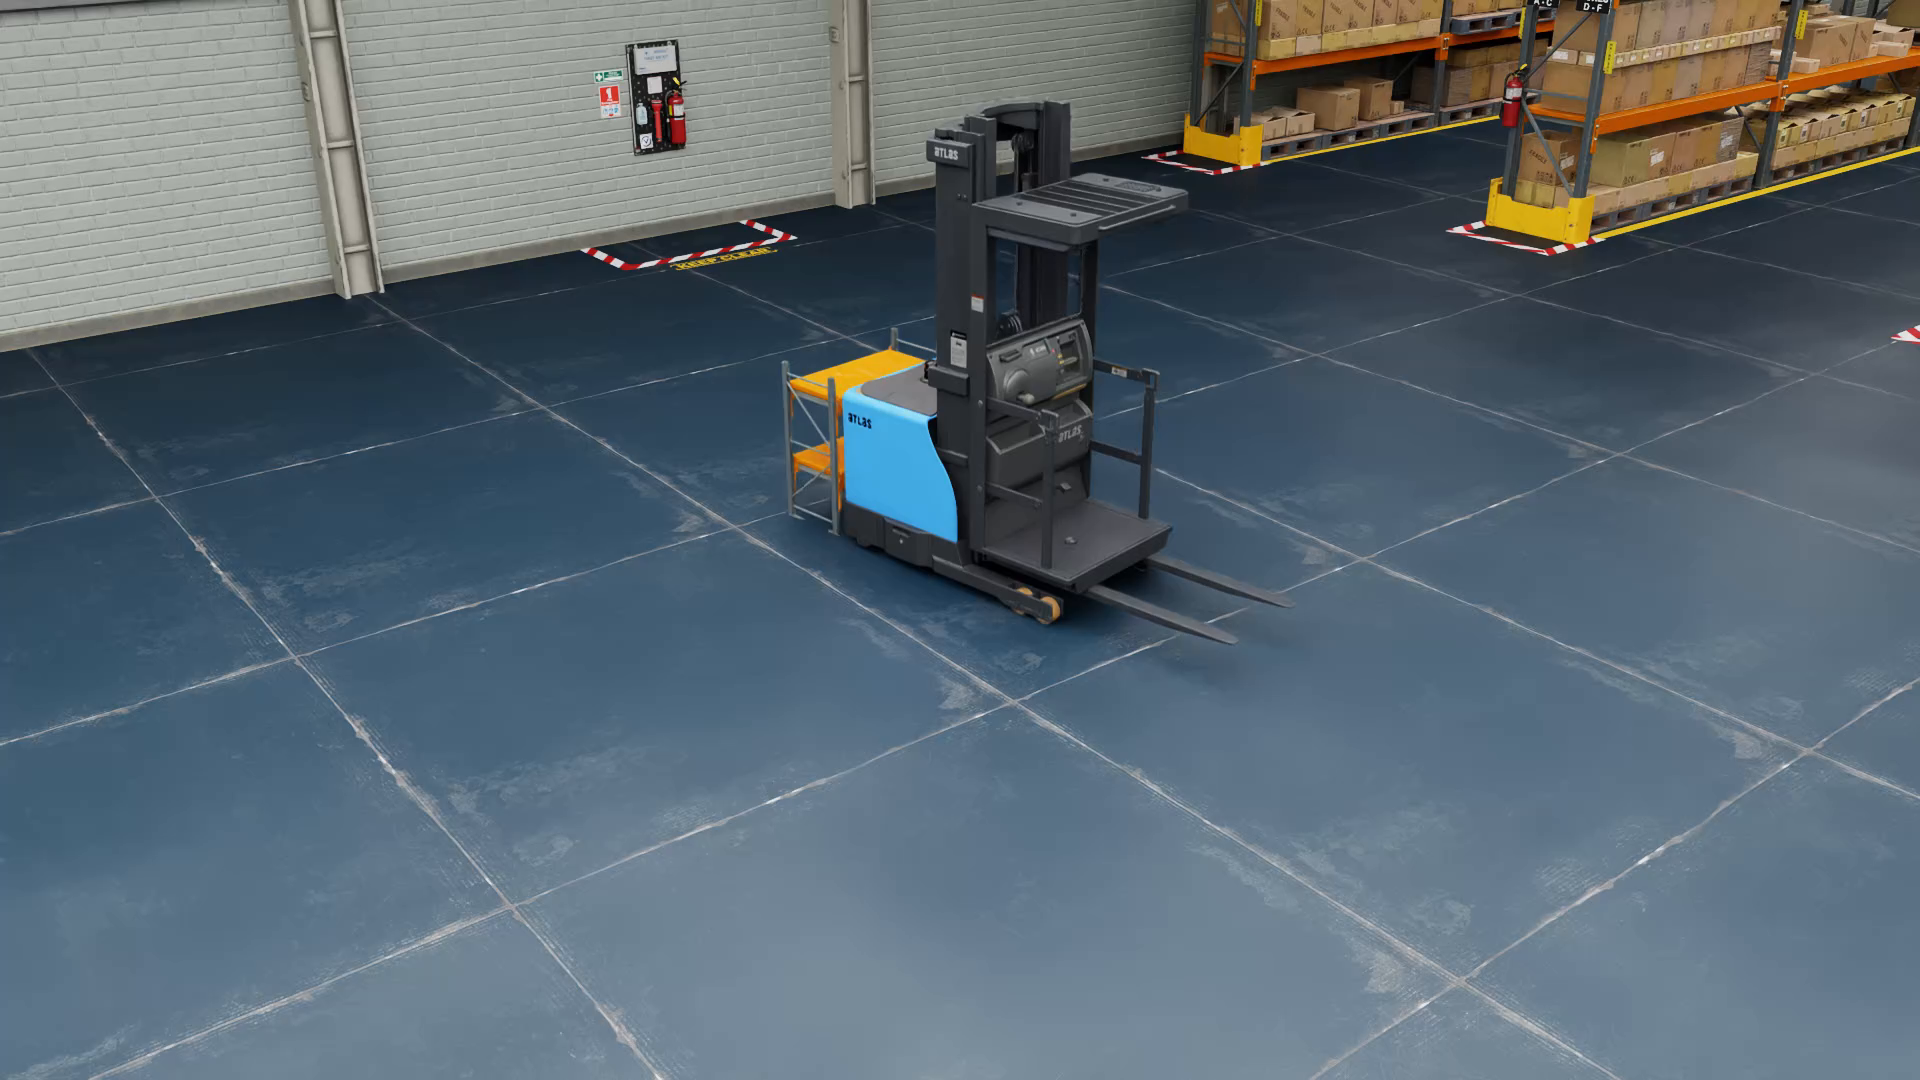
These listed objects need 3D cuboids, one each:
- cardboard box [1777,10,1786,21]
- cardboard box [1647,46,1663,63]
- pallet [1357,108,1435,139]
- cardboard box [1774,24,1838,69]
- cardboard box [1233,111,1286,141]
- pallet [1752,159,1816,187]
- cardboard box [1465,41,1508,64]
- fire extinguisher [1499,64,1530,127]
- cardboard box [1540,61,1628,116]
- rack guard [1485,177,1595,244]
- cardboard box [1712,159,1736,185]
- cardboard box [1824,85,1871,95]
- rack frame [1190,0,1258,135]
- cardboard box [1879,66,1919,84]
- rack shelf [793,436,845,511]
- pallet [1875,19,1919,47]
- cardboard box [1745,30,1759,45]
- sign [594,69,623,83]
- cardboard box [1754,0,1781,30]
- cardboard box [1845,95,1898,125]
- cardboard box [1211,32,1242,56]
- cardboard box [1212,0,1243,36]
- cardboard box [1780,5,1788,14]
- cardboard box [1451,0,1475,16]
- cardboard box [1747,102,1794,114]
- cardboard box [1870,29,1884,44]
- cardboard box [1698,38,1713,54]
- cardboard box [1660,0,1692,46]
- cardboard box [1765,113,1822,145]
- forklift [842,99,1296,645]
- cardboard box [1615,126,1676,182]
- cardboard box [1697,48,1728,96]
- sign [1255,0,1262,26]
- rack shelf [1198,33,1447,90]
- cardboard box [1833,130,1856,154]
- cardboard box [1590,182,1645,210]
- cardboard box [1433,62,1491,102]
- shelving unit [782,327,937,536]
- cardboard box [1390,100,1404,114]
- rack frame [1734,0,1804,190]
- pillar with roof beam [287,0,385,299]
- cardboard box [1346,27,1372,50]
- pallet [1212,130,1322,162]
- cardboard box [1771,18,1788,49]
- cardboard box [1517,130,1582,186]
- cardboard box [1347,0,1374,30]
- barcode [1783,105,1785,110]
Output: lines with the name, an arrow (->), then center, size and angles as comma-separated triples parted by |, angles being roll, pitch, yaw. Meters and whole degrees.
cardboard box -> 14.334, -9.272, 29.366 | 0.250, 0.149, 0.380 | -19, 31, -35
cardboard box -> 7.551, -5.409, 18.452 | 0.250, 0.149, 0.380 | -19, 31, -35
pallet -> 6.087, -6.068, 24.074 | 1.213, 0.211, 1.003 | -18, 31, -34
cardboard box -> 10.682, -6.255, 21.046 | 0.500, 0.500, 0.500 | -16, 29, -30
cardboard box -> 4.046, -5.610, 22.445 | 0.500, 0.311, 0.500 | -23, 33, -40
pallet -> 10.209, -4.818, 21.381 | 1.213, 0.211, 1.003 | -18, 31, -34
cardboard box -> 7.914, -7.373, 25.130 | 0.500, 0.250, 0.500 | -19, 31, -35
fire extinguisher -> 6.126, -4.928, 18.397 | 0.183, 0.674, 0.296 | -18, 31, -34
cardboard box -> 6.881, -5.002, 18.346 | 0.500, 0.500, 0.700 | -18, 31, -34
rack guard -> 6.487, -3.700, 18.628 | 0.348, 0.500, 1.175 | -18, 31, -34
cardboard box -> 9.024, -4.503, 20.156 | 0.500, 0.250, 0.500 | -18, 31, -34
cardboard box -> 12.208, -6.077, 22.882 | 0.500, 0.311, 0.500 | -17, 30, -32
rack frame -> 3.446, -6.480, 21.649 | 0.127, 3.000, 1.000 | -18, 31, -34
cardboard box -> 13.434, -6.661, 23.594 | 0.500, 0.250, 0.500 | -17, 30, -32
rack shelf -> -0.654, -0.549, 11.678 | 0.538, 0.278, 1.000 | 22, 33, 39
pallet -> 13.291, -7.030, 23.063 | 1.003, 0.211, 1.213 | -18, 31, -34
cardboard box -> 9.171, -5.944, 19.606 | 0.250, 0.149, 0.380 | -19, 31, -35
sign -> -3.716, -4.906, 17.585 | 0.331, 0.109, 0.001 | -18, 31, -34
cardboard box -> 9.308, -6.395, 19.807 | 0.500, 0.500, 0.700 | -18, 30, -34
cardboard box -> 12.136, -5.761, 22.201 | 0.500, 0.311, 0.500 | -19, 31, -35
cardboard box -> 3.694, -6.607, 22.076 | 0.500, 0.250, 0.500 | -18, 30, -33
cardboard box -> 3.686, -6.954, 21.934 | 0.500, 0.500, 0.500 | -19, 31, -35
cardboard box -> 14.728, -9.608, 30.089 | 0.250, 0.149, 0.380 | -18, 30, -33
cardboard box -> 7.015, -7.885, 24.035 | 0.500, 0.500, 0.700 | -18, 30, -34
cardboard box -> 10.595, -5.543, 21.731 | 0.500, 0.311, 0.500 | -18, 31, -34
cardboard box -> 11.978, -6.709, 22.249 | 0.500, 0.311, 0.500 | -19, 31, -35
cardboard box -> 8.364, -5.678, 19.031 | 0.250, 0.149, 0.380 | -17, 30, -32
cardboard box -> 7.729, -5.874, 18.684 | 0.500, 0.500, 0.700 | -18, 30, -34
cardboard box -> 10.530, -5.230, 21.056 | 0.500, 0.311, 0.500 | -19, 31, -35
forklift -> 0.653, -1.065, 10.063 | 3.031, 2.935, 1.130 | 21, 32, 37
cardboard box -> 7.843, -4.454, 19.159 | 0.500, 0.500, 0.500 | -18, 31, -34
cardboard box -> 8.500, -5.539, 19.502 | 0.500, 0.500, 0.700 | -18, 30, -33
sign -> 3.781, -6.693, 21.080 | 0.005, 0.325, 0.100 | -18, 31, -34
rack shelf -> 5.020, -6.673, 22.920 | 4.000, 0.370, 1.077 | -18, 31, -34
cardboard box -> 11.334, -5.244, 21.755 | 0.500, 0.250, 0.500 | -18, 30, -33
cardboard box -> 7.456, -3.980, 19.030 | 0.500, 0.250, 0.500 | -18, 31, -34
cardboard box -> 7.538, -6.932, 25.070 | 0.500, 0.500, 0.700 | -19, 31, -35
shelving unit -> -0.654, -0.771, 11.575 | 0.538, 1.125, 1.048 | 22, 33, 39
cardboard box -> 6.191, -6.284, 24.071 | 0.380, 0.166, 0.250 | 22, 33, 39
rack frame -> 9.653, -5.879, 20.354 | 0.127, 3.000, 1.000 | -18, 31, -34
pillar with roof beam -> -3.323, -5.126, 11.606 | 0.400, 9.000, 9.100 | -18, 31, -34
cardboard box -> 5.230, -6.843, 22.586 | 0.500, 0.250, 0.500 | -18, 30, -34
pallet -> 4.167, -5.434, 22.708 | 1.213, 0.211, 1.003 | -18, 31, -34
cardboard box -> 14.344, -9.076, 29.713 | 0.500, 0.500, 0.700 | -17, 30, -33
cardboard box -> 6.744, -4.361, 18.960 | 0.500, 0.500, 0.500 | -18, 31, -34
cardboard box -> 5.212, -7.181, 22.423 | 0.500, 0.500, 0.500 | -17, 30, -32
barcode -> 10.111, -5.308, 20.431 | 0.075, 0.075, 0.001 | -18, 31, -34
